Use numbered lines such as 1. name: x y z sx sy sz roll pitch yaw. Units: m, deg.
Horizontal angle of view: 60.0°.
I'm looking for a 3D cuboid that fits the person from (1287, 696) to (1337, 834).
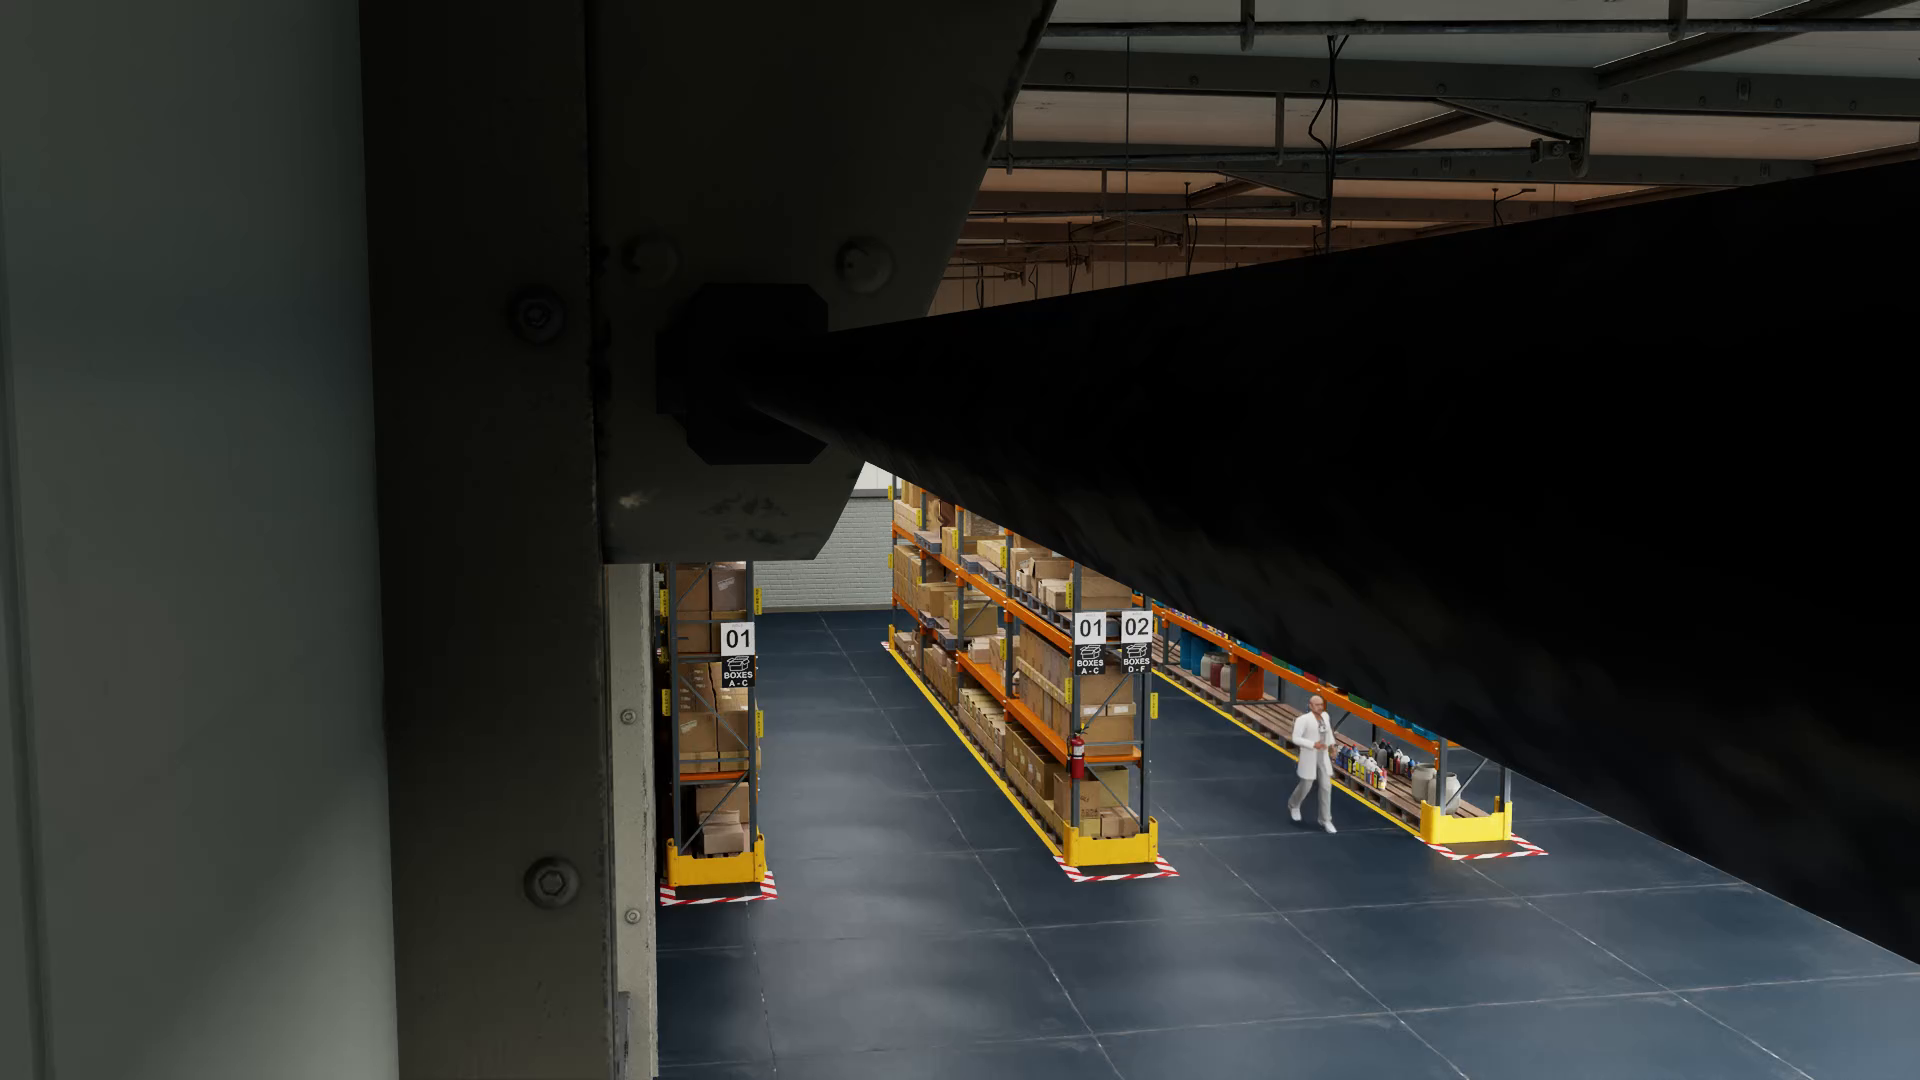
1. person: 4.795 3.006 22.576 0.737 1.828 0.923 -2 7 -22
